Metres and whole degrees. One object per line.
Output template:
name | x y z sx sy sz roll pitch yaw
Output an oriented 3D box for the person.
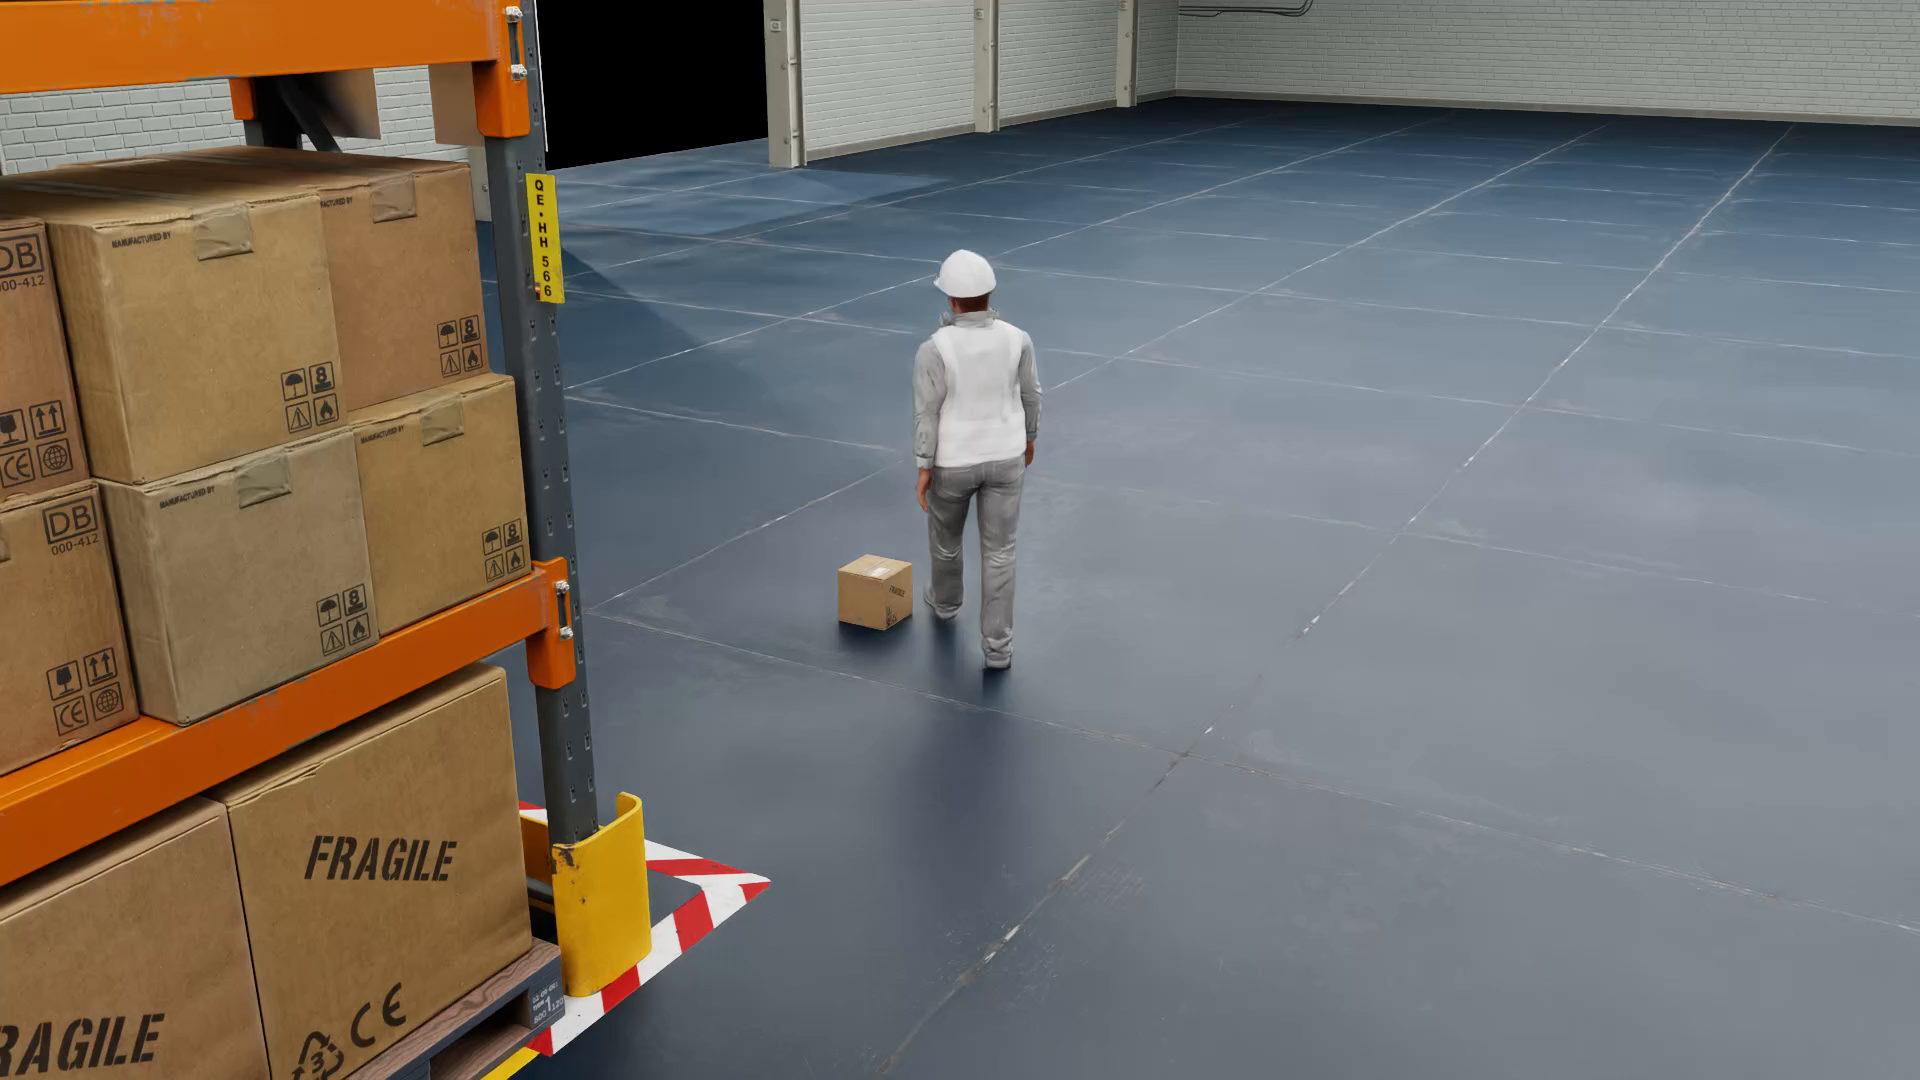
person | 0.054 -0.401 7.134 0.576 1.730 0.920 -3 20 -10
